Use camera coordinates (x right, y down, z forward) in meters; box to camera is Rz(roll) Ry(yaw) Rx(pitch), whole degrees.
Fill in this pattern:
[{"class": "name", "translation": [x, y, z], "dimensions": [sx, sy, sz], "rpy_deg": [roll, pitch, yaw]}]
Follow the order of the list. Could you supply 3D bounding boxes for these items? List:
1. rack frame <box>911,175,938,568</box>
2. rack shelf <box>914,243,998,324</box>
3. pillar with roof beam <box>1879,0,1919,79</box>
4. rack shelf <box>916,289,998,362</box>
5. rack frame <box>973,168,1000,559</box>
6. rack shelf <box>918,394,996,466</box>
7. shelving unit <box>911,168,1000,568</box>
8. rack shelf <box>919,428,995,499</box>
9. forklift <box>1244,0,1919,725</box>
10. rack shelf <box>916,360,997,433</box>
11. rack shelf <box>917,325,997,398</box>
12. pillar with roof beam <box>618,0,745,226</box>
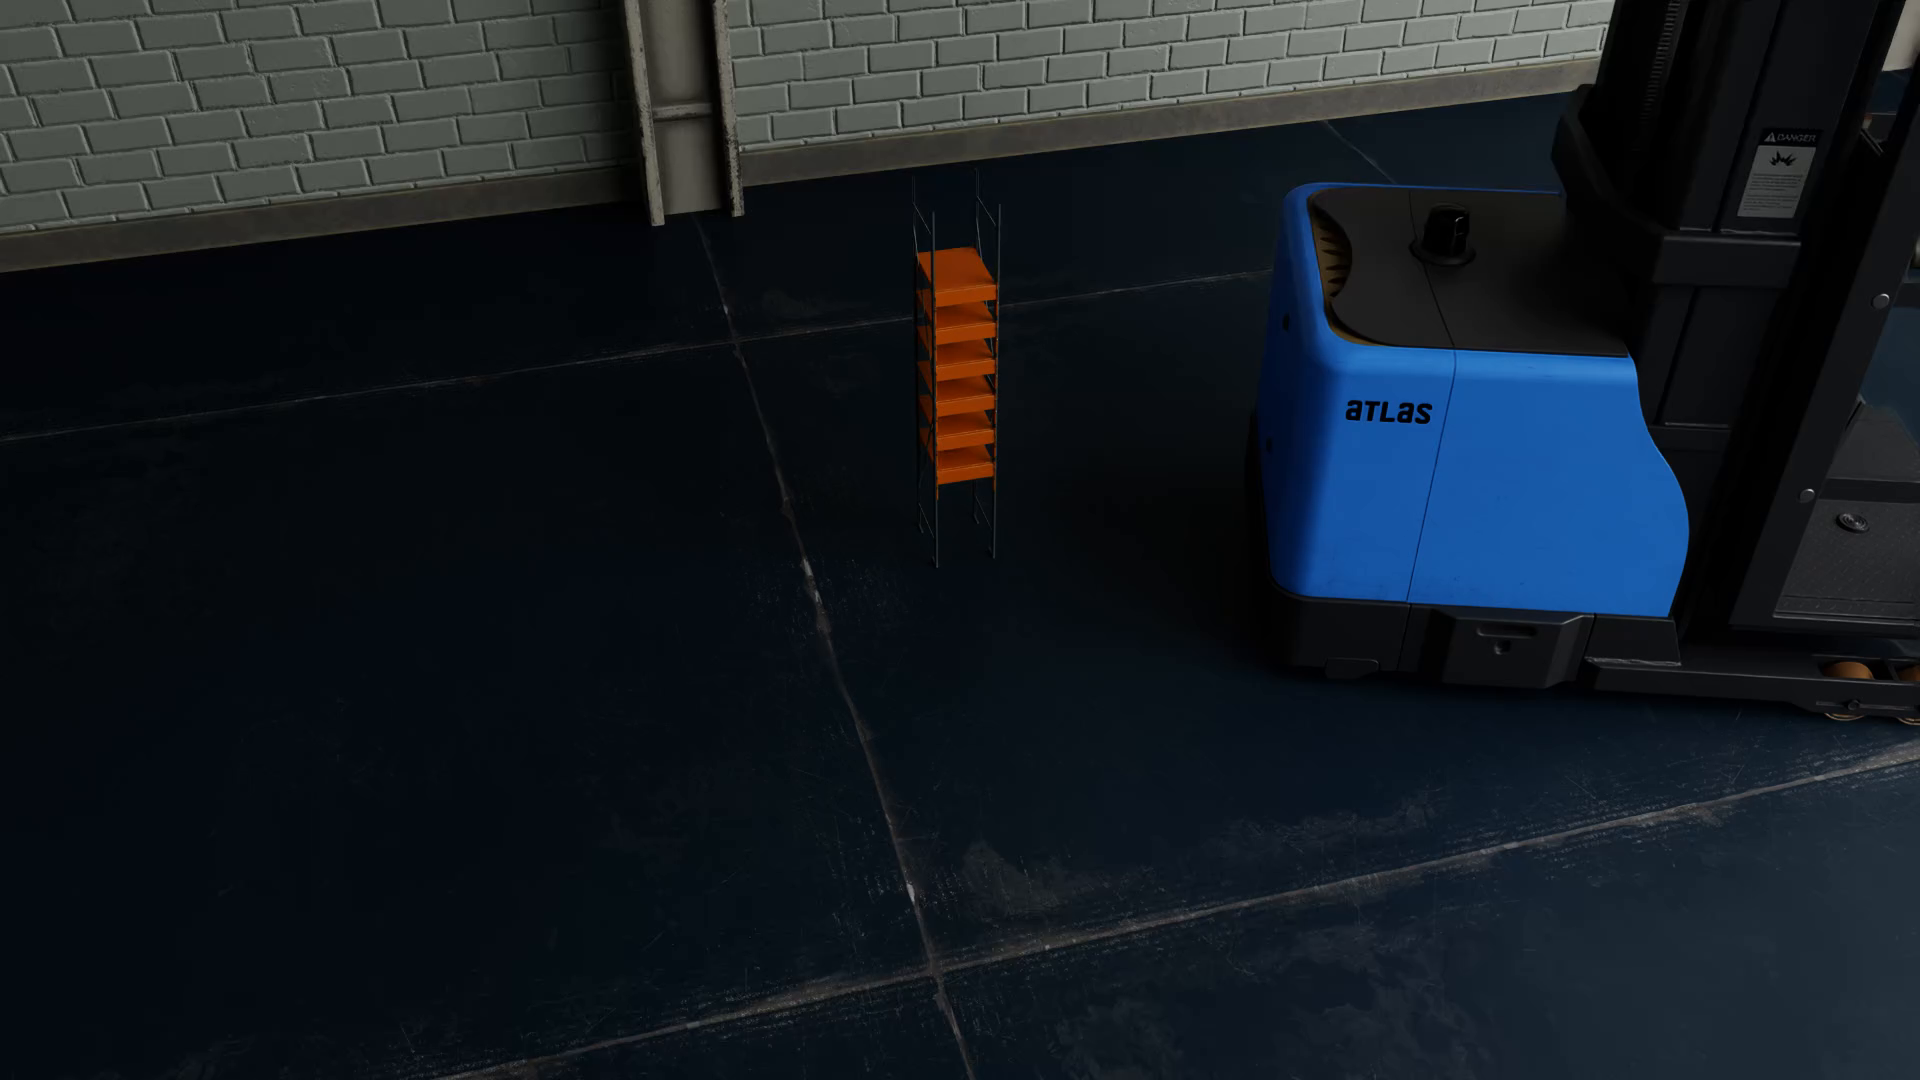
[{"class": "rack frame", "translation": [-0.102, -0.460, 4.864], "dimensions": [0.006, 1.200, 0.240], "rpy_deg": [-9, 38, -12]}, {"class": "rack shelf", "translation": [-0.014, -0.725, 4.691], "dimensions": [0.180, 0.103, 0.258], "rpy_deg": [-9, 38, -12]}, {"class": "pillar with roof beam", "translation": [5.770, -3.436, 2.336], "dimensions": [0.400, 9.000, 9.100], "rpy_deg": [-9, 38, -12]}, {"class": "rack shelf", "translation": [-0.014, -0.630, 4.764], "dimensions": [0.180, 0.103, 0.258], "rpy_deg": [-9, 38, -12]}, {"class": "rack frame", "translation": [0.074, -0.489, 4.901], "dimensions": [0.006, 1.200, 0.240], "rpy_deg": [-9, 38, -12]}, {"class": "rack shelf", "translation": [-0.014, -0.344, 4.982], "dimensions": [0.180, 0.103, 0.258], "rpy_deg": [-9, 38, -12]}, {"class": "shelving unit", "translation": [-0.014, -0.474, 4.882], "dimensions": [0.189, 1.200, 0.258], "rpy_deg": [-9, 38, -12]}, {"class": "rack shelf", "translation": [-0.014, -0.248, 5.055], "dimensions": [0.180, 0.103, 0.258], "rpy_deg": [-9, 38, -12]}, {"class": "forklift", "translation": [2.398, -0.994, 4.136], "dimensions": [3.031, 2.935, 1.130], "rpy_deg": [3, 38, 4]}, {"class": "rack shelf", "translation": [-0.014, -0.439, 4.909], "dimensions": [0.180, 0.103, 0.258], "rpy_deg": [-9, 38, -12]}, {"class": "rack shelf", "translation": [-0.014, -0.534, 4.837], "dimensions": [0.180, 0.103, 0.258], "rpy_deg": [-9, 38, -12]}, {"class": "pillar with roof beam", "translation": [-0.023, -2.486, 1.093], "dimensions": [0.400, 9.000, 9.100], "rpy_deg": [-9, 38, -12]}]
